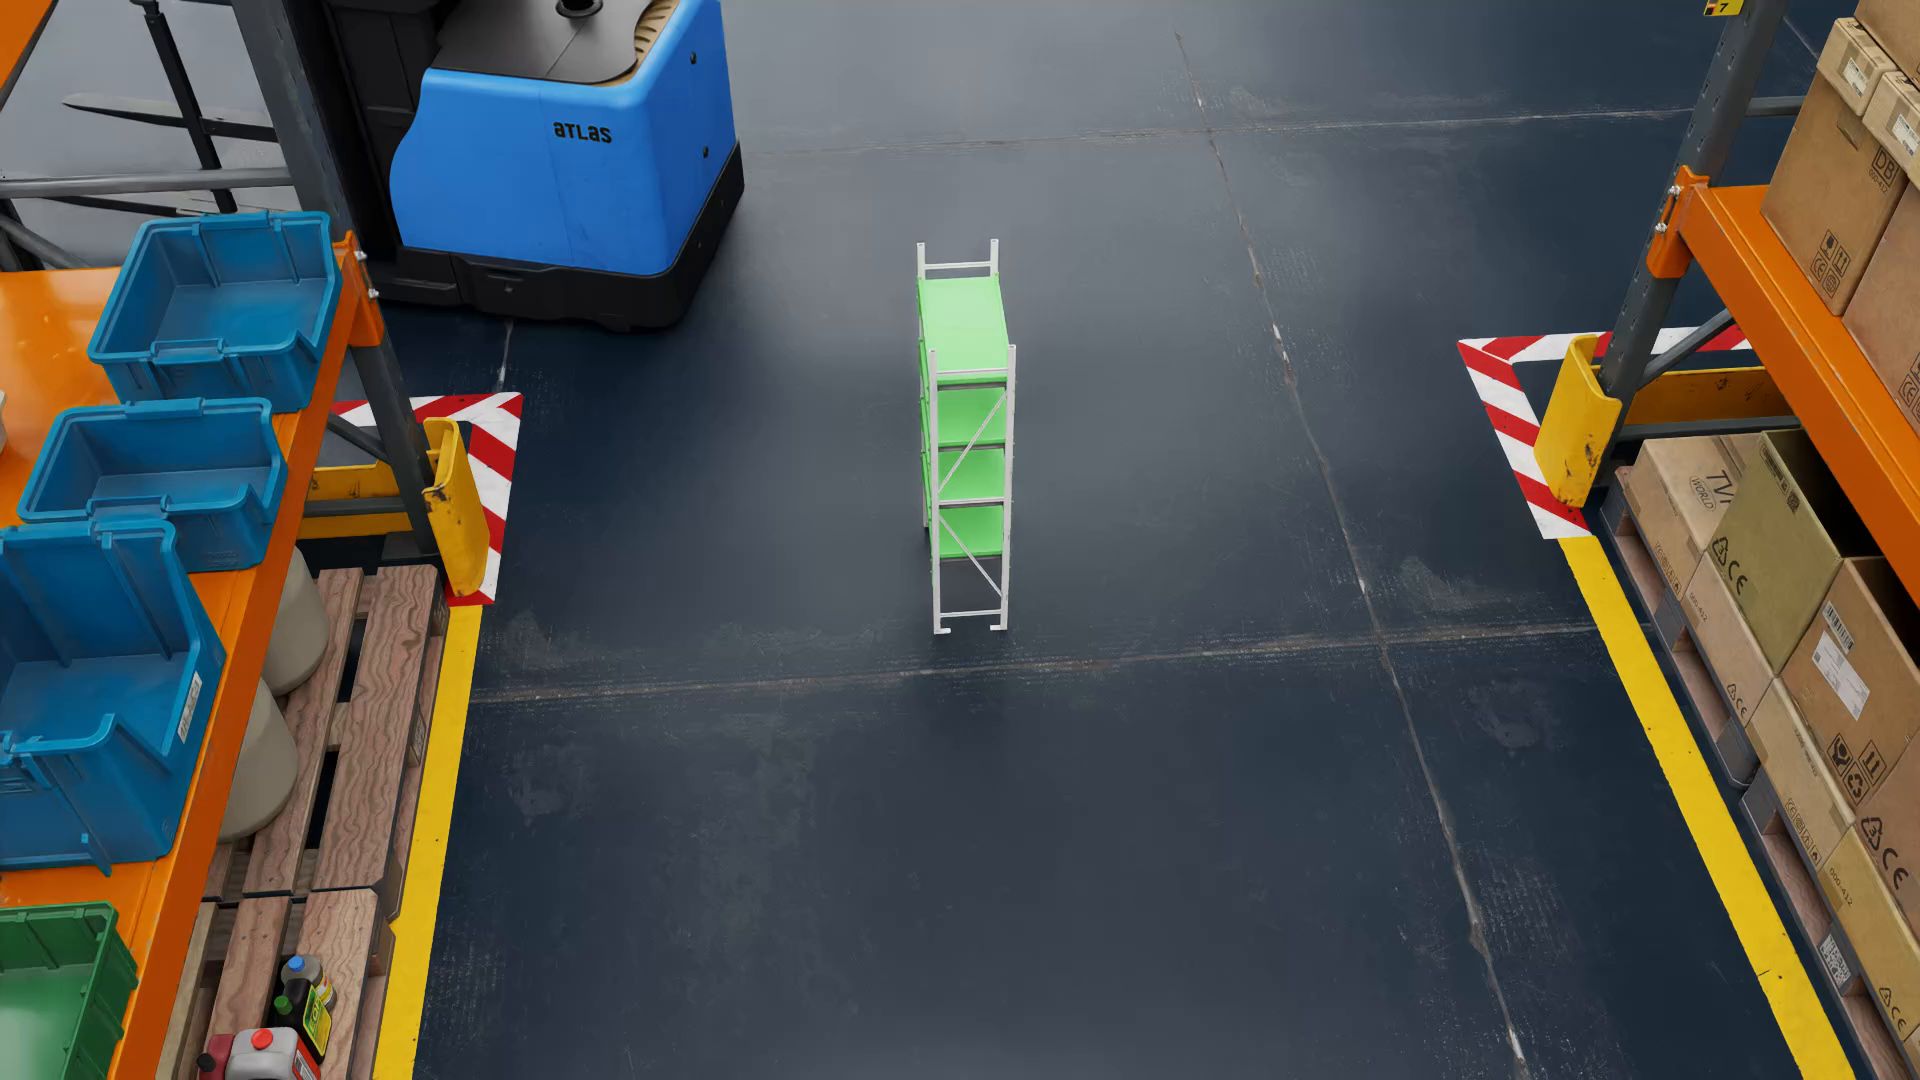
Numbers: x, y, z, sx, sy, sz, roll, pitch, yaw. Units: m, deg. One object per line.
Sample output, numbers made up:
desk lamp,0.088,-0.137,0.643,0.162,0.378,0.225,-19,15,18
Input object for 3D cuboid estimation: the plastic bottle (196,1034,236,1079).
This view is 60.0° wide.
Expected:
plastic bottle,-1.778,1.290,4.030,0.061,0.283,0.133,-3,47,-3

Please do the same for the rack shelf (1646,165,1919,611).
rack shelf,2.848,0.410,3.791,1.077,0.370,4.000,-3,47,-3

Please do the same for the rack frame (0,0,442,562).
rack frame,-2.256,-0.986,4.618,1.000,3.000,0.127,-3,47,-3

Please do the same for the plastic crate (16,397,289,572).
plastic crate,-1.867,-0.120,3.901,0.499,0.251,0.408,-3,47,-3

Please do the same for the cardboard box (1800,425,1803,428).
cardboard box,3.022,-0.371,5.123,0.500,0.500,0.500,-3,47,-3

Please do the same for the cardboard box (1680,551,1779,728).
cardboard box,2.549,0.280,5.023,0.500,0.250,0.500,-3,47,-3

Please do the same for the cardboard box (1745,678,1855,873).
cardboard box,2.590,0.642,4.681,0.500,0.250,0.500,-3,47,-3

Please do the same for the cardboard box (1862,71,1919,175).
cardboard box,2.523,-1.054,4.166,0.380,0.149,0.250,-5,47,-4

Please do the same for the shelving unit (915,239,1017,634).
shelving unit,0.014,-0.293,5.201,0.258,1.200,0.503,-3,47,-3

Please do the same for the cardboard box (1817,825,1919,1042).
cardboard box,2.627,1.004,4.338,0.500,0.250,0.500,-3,47,-3

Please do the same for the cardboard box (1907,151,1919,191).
cardboard box,2.543,-0.873,3.995,0.380,0.149,0.250,-3,47,-3

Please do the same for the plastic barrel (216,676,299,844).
plastic barrel,-2.083,0.559,4.578,0.421,0.512,0.421,0,47,0

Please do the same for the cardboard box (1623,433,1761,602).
cardboard box,2.503,-0.082,5.366,0.500,0.250,0.500,-3,47,-3

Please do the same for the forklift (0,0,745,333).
forklift,-2.484,-2.352,5.959,3.031,2.935,1.130,8,47,8

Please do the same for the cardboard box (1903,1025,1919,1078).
cardboard box,2.670,1.366,3.995,0.500,0.250,0.500,-3,47,-3

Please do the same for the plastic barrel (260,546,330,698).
plastic barrel,-2.125,0.197,4.922,0.421,0.512,0.421,0,47,0

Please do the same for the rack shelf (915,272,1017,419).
rack shelf,0.014,-0.579,4.899,0.258,0.148,0.480,-3,47,-3

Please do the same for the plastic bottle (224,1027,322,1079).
plastic bottle,-1.672,1.286,4.039,0.152,0.276,0.135,-3,47,-3

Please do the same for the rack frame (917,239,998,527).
rack frame,-0.007,-0.469,5.368,0.240,1.200,0.015,-3,47,-3

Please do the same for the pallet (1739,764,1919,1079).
pallet,2.885,1.106,4.557,1.003,0.211,1.213,-3,47,-3

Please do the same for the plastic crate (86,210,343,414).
plastic crate,-1.916,-0.591,4.346,0.499,0.251,0.616,-3,47,-3

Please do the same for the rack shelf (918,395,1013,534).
rack shelf,0.014,-0.249,5.247,0.258,0.148,0.480,-3,47,-3

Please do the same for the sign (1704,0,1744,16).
sign,2.127,-1.580,4.529,0.100,0.325,0.005,-3,47,-3

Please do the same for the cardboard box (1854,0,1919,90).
cardboard box,2.711,-1.388,4.036,0.700,0.500,0.500,-3,47,-3

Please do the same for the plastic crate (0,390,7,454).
plastic crate,-2.502,-0.228,4.082,0.298,0.136,0.250,-3,47,-3

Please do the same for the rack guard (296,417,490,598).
rack guard,-2.203,-0.074,5.476,1.175,0.500,0.348,-3,47,-3

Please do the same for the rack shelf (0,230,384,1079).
rack shelf,-2.089,0.709,3.508,1.077,0.370,4.000,-3,47,-3

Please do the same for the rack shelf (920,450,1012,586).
rack shelf,0.014,-0.084,5.422,0.258,0.148,0.480,-3,47,-3

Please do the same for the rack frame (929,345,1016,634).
rack frame,0.034,-0.116,5.034,0.240,1.200,0.015,-3,47,-3

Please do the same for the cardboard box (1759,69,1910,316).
cardboard box,2.707,-0.980,4.543,0.700,0.500,0.500,-3,47,-3

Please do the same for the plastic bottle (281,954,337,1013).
plastic bottle,-1.665,1.127,4.241,0.097,0.201,0.097,0,47,0

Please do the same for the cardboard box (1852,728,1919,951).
cardboard box,2.626,0.746,4.066,0.500,0.500,0.500,-3,47,-3

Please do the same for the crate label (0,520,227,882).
crate label,-1.832,0.317,3.359,0.502,0.435,0.616,-3,47,-3

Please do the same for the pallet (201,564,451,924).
pallet,-2.140,0.613,5.024,1.003,0.211,1.213,-3,47,-3

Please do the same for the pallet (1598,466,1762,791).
pallet,2.786,0.225,5.391,1.003,0.211,1.213,-3,47,-3

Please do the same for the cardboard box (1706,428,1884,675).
cardboard box,2.547,0.022,4.751,0.500,0.500,0.500,-3,47,-3

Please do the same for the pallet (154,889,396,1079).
pallet,-2.041,1.494,4.190,1.003,0.211,1.213,-3,47,-3

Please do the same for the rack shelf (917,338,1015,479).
rack shelf,0.014,-0.414,5.073,0.258,0.148,0.480,-3,47,-3

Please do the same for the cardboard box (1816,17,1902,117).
cardboard box,2.499,-1.245,4.347,0.380,0.149,0.250,-4,47,-4

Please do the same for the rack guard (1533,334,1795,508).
rack guard,2.678,-0.442,5.824,1.175,0.500,0.348,-3,47,-3

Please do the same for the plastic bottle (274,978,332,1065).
plastic bottle,-1.637,1.183,4.132,0.061,0.283,0.133,-2,47,-2

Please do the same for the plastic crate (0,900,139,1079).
plastic crate,-1.754,0.982,2.900,0.450,0.188,0.662,-3,47,-3

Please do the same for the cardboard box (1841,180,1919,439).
cardboard box,2.755,-0.600,4.184,0.700,0.500,0.500,-2,47,-2

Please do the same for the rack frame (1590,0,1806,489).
rack frame,2.680,-1.284,4.900,1.000,3.000,0.127,-3,47,-3

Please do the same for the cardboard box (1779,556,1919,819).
cardboard box,2.602,0.383,4.409,0.500,0.500,0.500,-3,47,-3
